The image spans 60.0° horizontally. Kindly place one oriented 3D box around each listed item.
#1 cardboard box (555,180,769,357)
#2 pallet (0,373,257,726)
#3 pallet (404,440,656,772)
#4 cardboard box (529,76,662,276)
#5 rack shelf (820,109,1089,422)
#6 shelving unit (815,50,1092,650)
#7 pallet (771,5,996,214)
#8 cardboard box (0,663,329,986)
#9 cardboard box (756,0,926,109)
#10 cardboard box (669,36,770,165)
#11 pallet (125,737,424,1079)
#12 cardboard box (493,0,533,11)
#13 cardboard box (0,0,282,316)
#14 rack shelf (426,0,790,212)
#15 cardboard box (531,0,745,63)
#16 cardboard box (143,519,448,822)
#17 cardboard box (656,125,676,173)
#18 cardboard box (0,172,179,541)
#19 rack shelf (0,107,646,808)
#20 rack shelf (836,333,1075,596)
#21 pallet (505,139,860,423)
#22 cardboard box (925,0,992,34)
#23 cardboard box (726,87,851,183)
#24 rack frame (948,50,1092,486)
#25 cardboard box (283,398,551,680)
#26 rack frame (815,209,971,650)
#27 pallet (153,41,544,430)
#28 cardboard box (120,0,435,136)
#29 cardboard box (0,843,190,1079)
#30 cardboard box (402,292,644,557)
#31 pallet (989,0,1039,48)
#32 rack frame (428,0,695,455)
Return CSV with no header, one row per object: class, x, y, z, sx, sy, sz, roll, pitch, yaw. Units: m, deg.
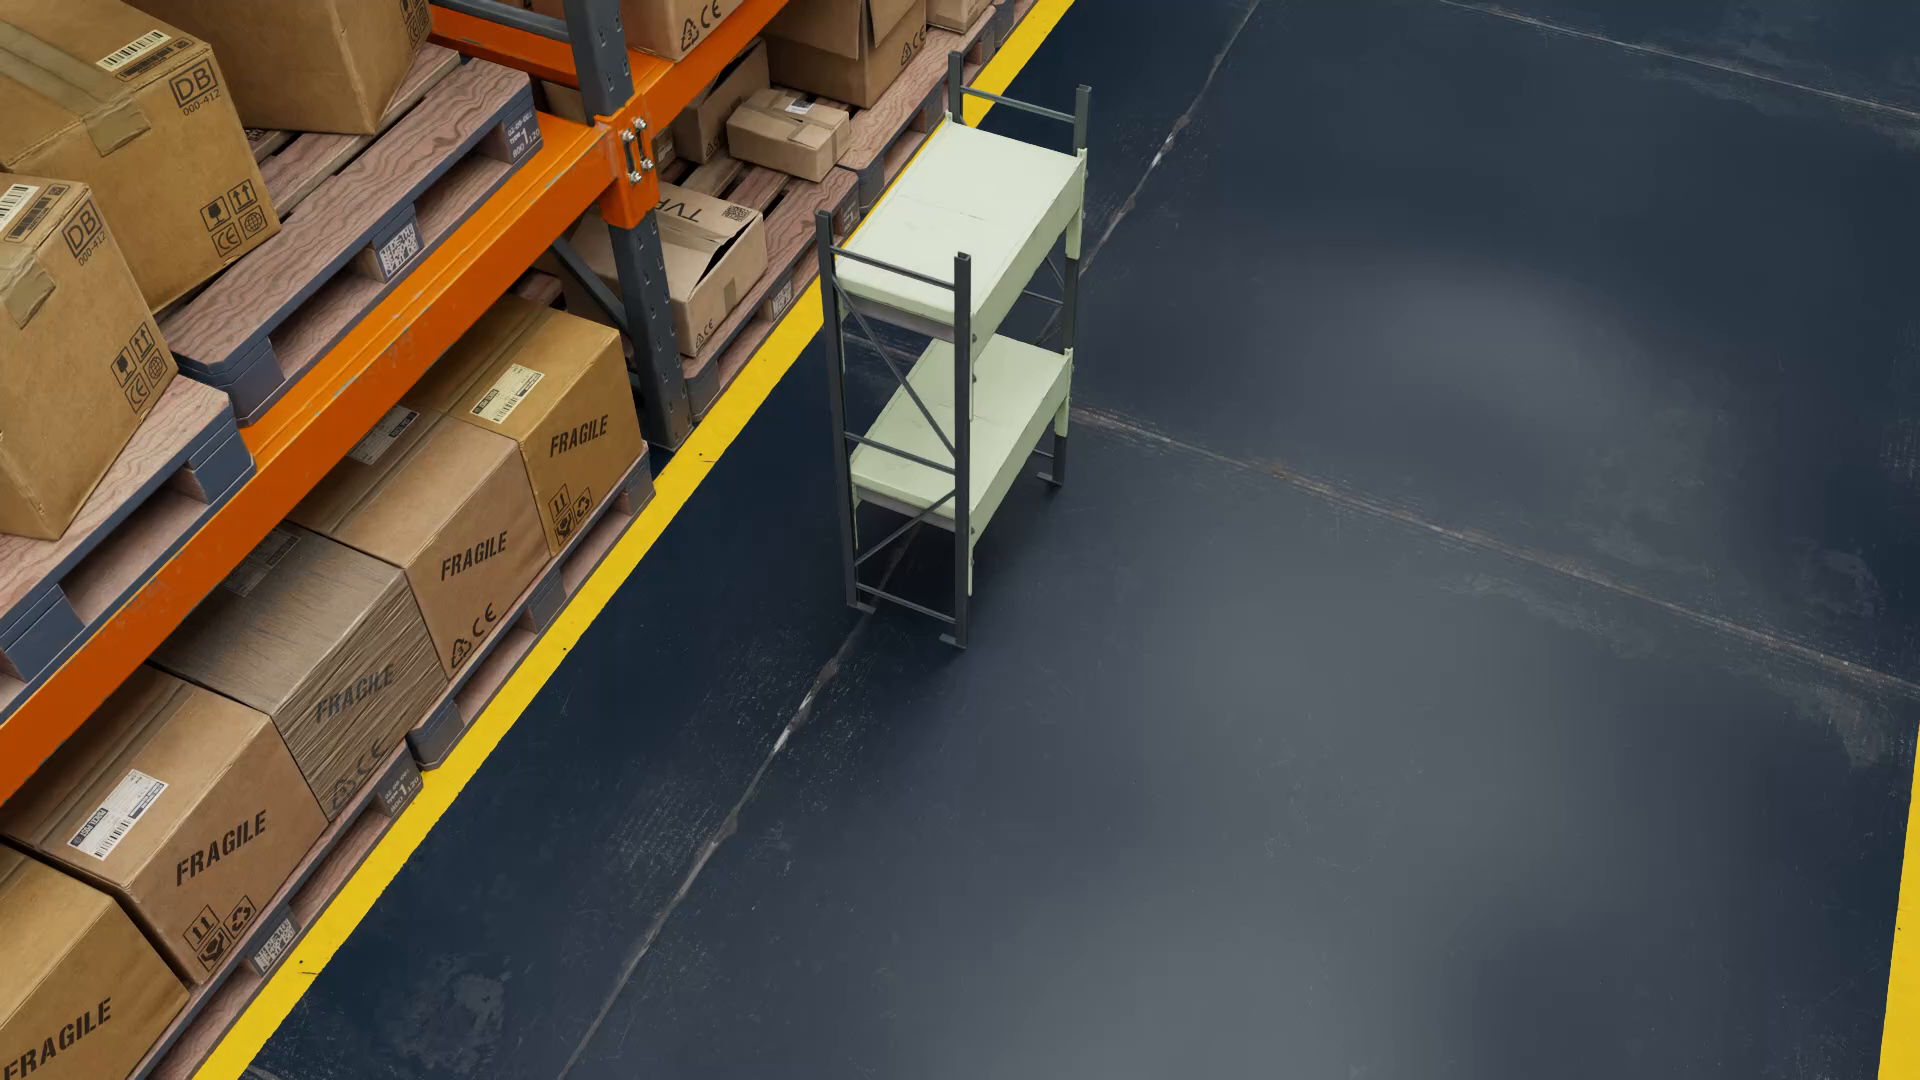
cardboard box,-0.992,-0.949,5.565,0.500,0.311,0.500,20,52,16
pallet,-2.249,0.017,3.392,1.003,0.211,1.213,20,52,16
pallet,-1.680,0.017,5.097,1.003,0.211,1.213,20,52,16
cardboard box,-1.380,-1.276,5.719,0.500,0.500,0.500,20,52,16
rack shelf,-0.003,-0.734,4.378,0.431,0.370,0.720,20,52,16
shelving unit,-0.003,-0.481,4.675,0.431,1.500,0.755,20,52,16
pallet,-0.552,-1.871,6.704,1.003,0.211,1.213,20,52,16
cardboard box,-1.967,0.675,4.058,0.500,0.500,0.500,18,52,15
cardboard box,-0.569,-2.088,6.408,0.797,0.503,0.637,20,52,16
cardboard box,-1.059,-1.731,6.230,0.500,0.311,0.500,20,52,16
pallet,-2.200,0.860,4.380,1.003,0.211,1.213,20,52,16
cardboard box,-1.385,-1.919,4.848,0.500,0.500,0.500,21,53,17
cardboard box,-2.008,-0.880,3.688,0.700,0.500,0.500,28,55,22
rack shelf,-0.512,-2.603,5.968,1.077,0.370,4.000,20,52,16
cardboard box,-0.902,-1.754,4.707,0.500,0.500,0.500,21,53,17
cardboard box,-1.752,0.324,4.357,0.500,0.500,0.500,20,53,17
cardboard box,-1.274,-1.440,6.089,0.380,0.149,0.250,20,52,16
cardboard box,-2.066,-0.391,3.272,0.700,0.500,0.500,8,50,7
rack shelf,-2.221,0.151,3.624,1.077,0.370,4.000,20,52,16
rack shelf,-0.003,-0.270,4.923,0.431,0.370,0.720,20,52,16
pallet,-1.072,-1.028,5.986,1.003,0.211,1.213,20,52,16
cardboard box,-0.100,-2.366,6.810,0.500,0.250,0.500,20,52,16
cardboard box,-0.631,-1.501,6.129,0.380,0.166,0.250,20,52,16
rack frame,0.154,-0.733,4.889,0.400,1.500,0.023,20,52,16
cardboard box,-1.537,-0.021,4.651,0.500,0.500,0.500,20,52,16
rack frame,-0.159,-0.229,4.460,0.400,1.500,0.023,20,52,16
pallet,-1.807,-0.882,4.157,1.003,0.211,1.213,20,52,16
cardboard box,-1.771,-1.374,4.108,0.700,0.500,0.500,4,50,4
cardboard box,-2.185,1.036,3.751,0.500,0.500,0.500,19,52,16
cardboard box,-1.318,-0.359,4.938,0.500,0.500,0.500,20,52,16
pallet,-0.030,-2.708,7.416,1.003,0.211,1.213,20,52,16
rack frame,-1.367,-1.459,4.522,1.000,3.000,0.127,20,52,16
